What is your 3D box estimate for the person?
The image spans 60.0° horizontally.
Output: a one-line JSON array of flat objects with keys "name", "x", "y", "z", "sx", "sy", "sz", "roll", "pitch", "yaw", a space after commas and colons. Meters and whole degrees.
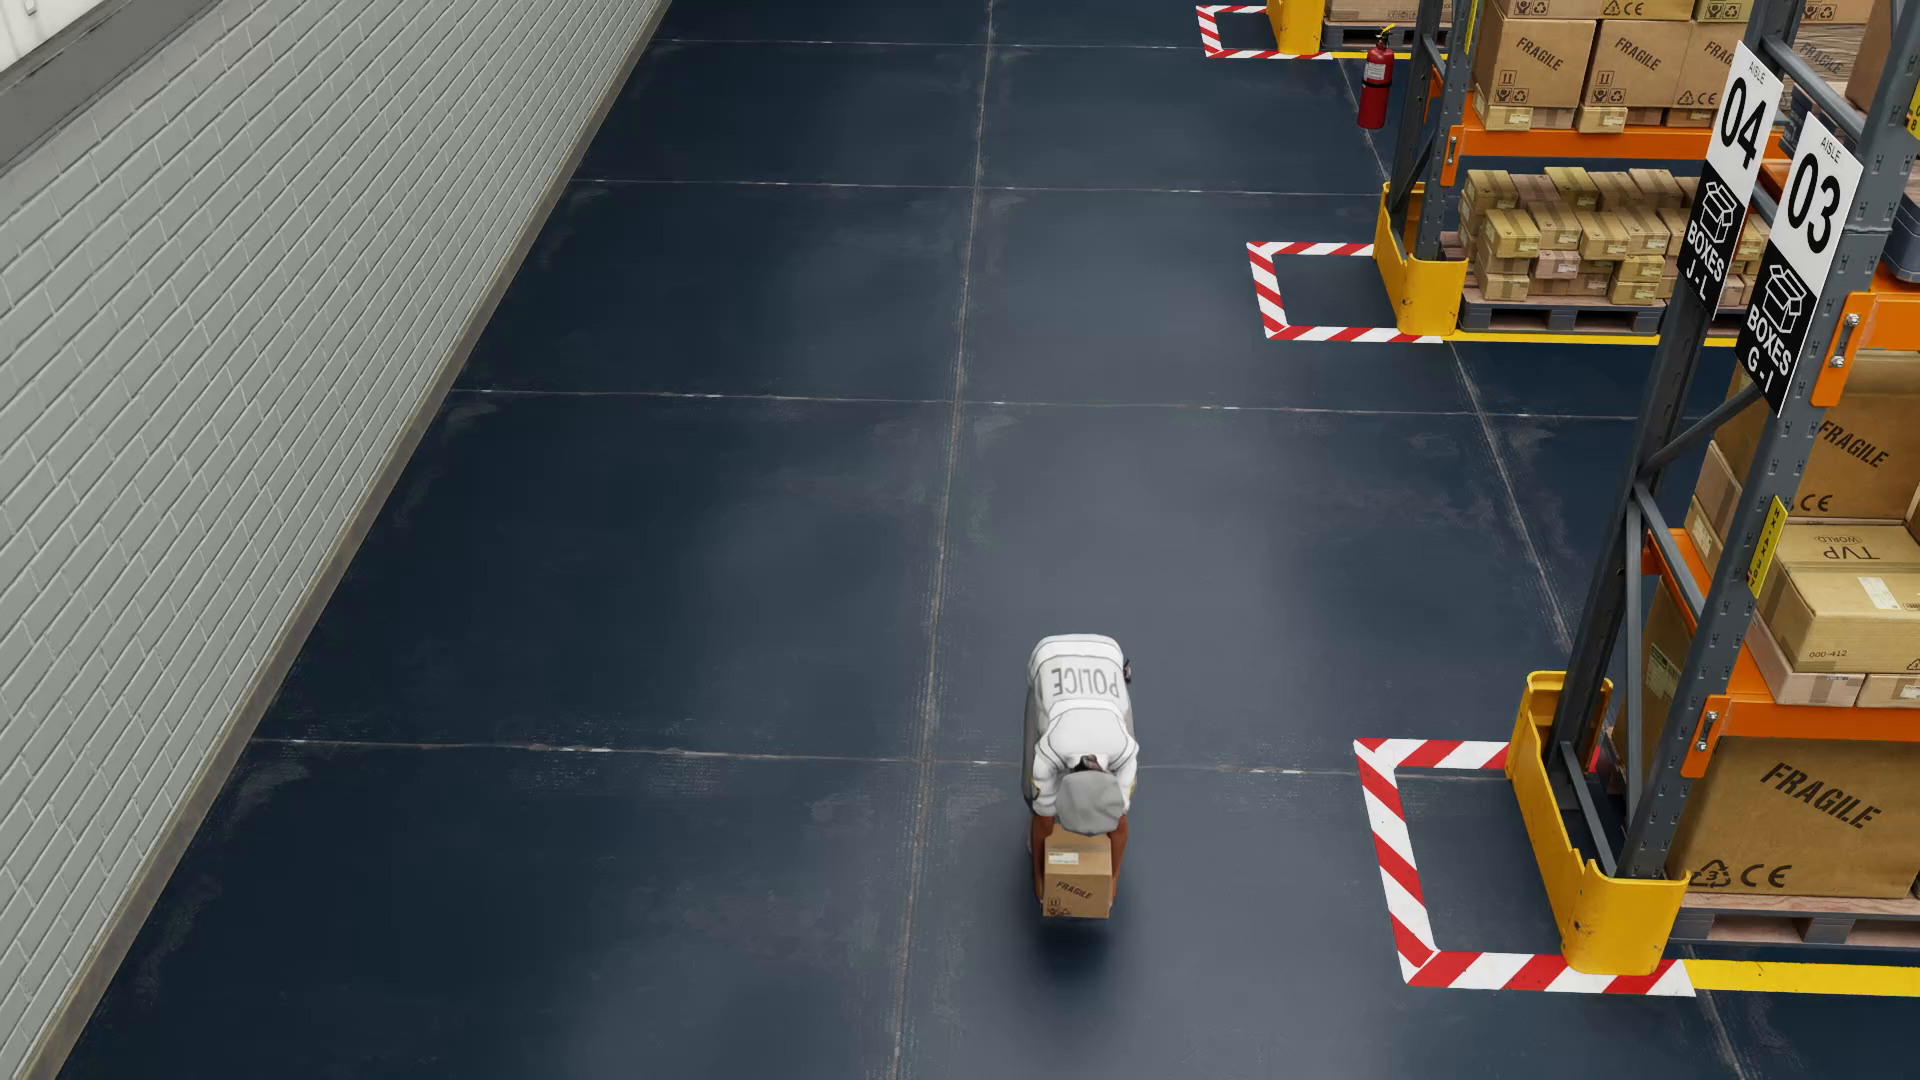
[{"name": "person", "x": 0.463, "y": 0.942, "z": 6.392, "sx": 0.449, "sy": 0.987, "sz": 0.928, "roll": 0, "pitch": 36, "yaw": 0}]
